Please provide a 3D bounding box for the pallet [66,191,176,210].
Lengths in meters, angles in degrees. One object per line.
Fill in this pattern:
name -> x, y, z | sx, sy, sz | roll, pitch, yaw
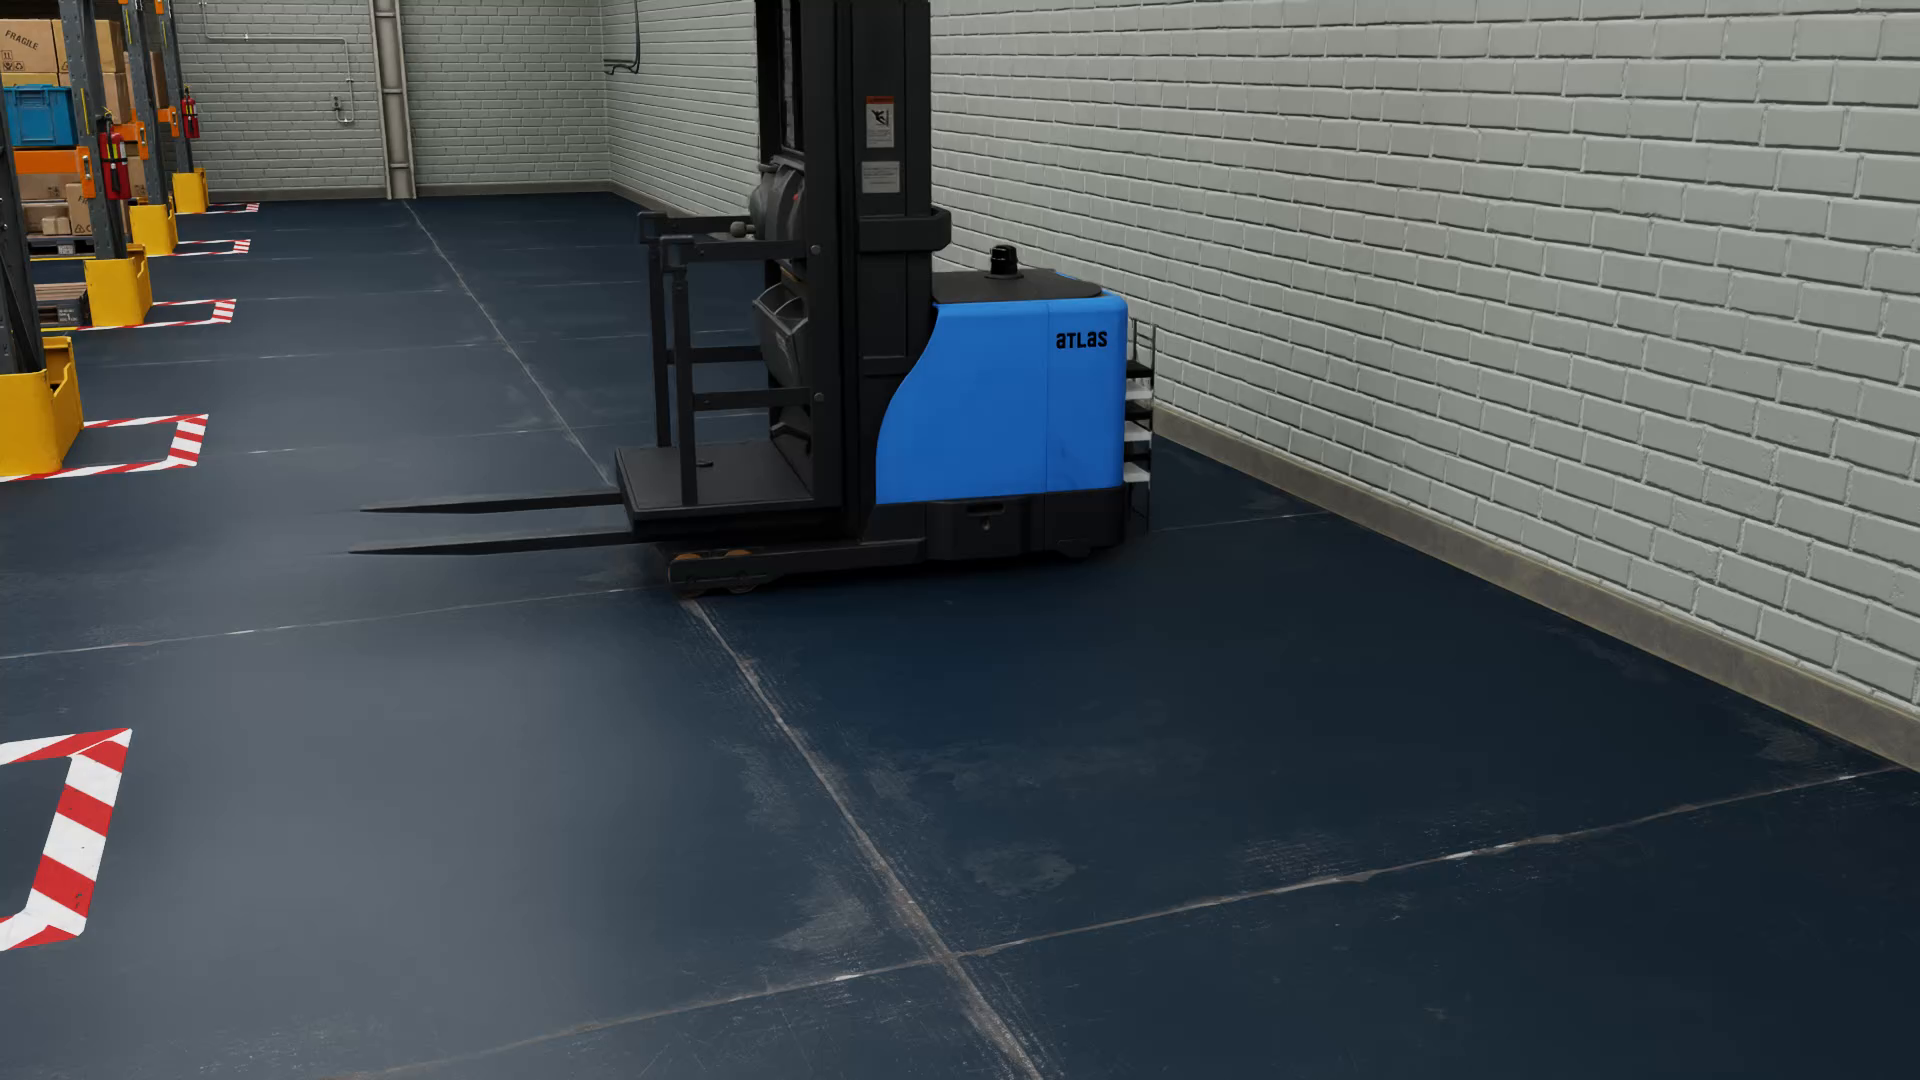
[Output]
pallet -> -10.891, -4.378, 21.632 | 1.213, 0.211, 1.003 | -6, 17, -20

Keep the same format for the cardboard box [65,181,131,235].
cardboard box -> -8.816, -3.406, 17.029 | 0.500, 0.500, 0.500 | -6, 17, -20

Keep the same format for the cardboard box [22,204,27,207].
cardboard box -> -9.939, -3.325, 17.196 | 0.500, 0.250, 0.500 | -6, 17, -20

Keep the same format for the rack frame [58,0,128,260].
rack frame -> -6.627, -3.210, 12.707 | 0.127, 3.000, 1.000 | -6, 17, -20

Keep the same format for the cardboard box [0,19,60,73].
cardboard box -> -9.185, -4.873, 16.418 | 0.500, 0.500, 0.500 | -6, 17, -19

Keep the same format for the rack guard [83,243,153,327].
rack guard -> -6.609, -2.017, 13.079 | 0.348, 0.500, 1.175 | -6, 17, -20

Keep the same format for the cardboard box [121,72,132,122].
cardboard box -> -8.905, -4.587, 17.216 | 0.500, 0.500, 0.500 | -6, 17, -19

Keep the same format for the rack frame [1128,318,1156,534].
rack frame -> 0.783, -0.490, 7.171 | 0.006, 0.900, 0.240 | -4, 17, -15

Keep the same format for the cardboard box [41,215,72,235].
cardboard box -> -9.226, -3.229, 17.018 | 0.250, 0.166, 0.380 | -6, 17, -20

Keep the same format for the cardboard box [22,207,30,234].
cardboard box -> -9.713, -3.198, 16.765 | 0.500, 0.250, 0.500 | -6, 17, -20

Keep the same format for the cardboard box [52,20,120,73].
cardboard box -> -8.713, -4.925, 16.592 | 0.500, 0.500, 0.500 | -6, 18, -21

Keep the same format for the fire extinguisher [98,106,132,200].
fire extinguisher -> -6.324, -2.890, 12.415 | 0.183, 0.674, 0.296 | -6, 17, -20

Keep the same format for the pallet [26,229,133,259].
pallet -> -9.211, -3.088, 17.239 | 1.213, 0.211, 1.003 | -6, 17, -20

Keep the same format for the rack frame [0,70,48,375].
rack frame -> -4.855, -1.907, 8.270 | 0.127, 3.000, 1.000 | -6, 17, -20

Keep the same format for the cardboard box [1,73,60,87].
cardboard box -> -9.200, -4.392, 16.554 | 0.500, 0.500, 0.500 | -6, 17, -20

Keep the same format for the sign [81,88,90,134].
sign -> -6.415, -3.146, 12.197 | 0.005, 0.325, 0.100 | -6, 17, -20

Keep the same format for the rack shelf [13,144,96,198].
rack shelf -> -8.495, -2.664, 12.122 | 4.000, 0.370, 1.077 | -6, 17, -20

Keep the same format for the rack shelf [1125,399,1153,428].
rack shelf -> 0.685, -0.537, 7.130 | 0.200, 0.077, 0.258 | -4, 17, -15

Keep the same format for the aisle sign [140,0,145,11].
aisle sign -> -8.437, -5.846, 17.067 | 0.004, 0.787, 0.394 | -6, 17, -20

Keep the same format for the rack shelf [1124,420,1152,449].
rack shelf -> 0.685, -0.451, 7.155 | 0.200, 0.077, 0.258 | -4, 17, -15

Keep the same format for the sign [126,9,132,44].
sign -> -8.216, -5.073, 16.435 | 0.005, 0.325, 0.100 | -6, 17, -20

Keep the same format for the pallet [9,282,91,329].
pallet -> -7.411, -1.800, 12.852 | 1.213, 0.211, 1.003 | -6, 17, -20

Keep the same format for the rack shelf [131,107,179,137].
rack shelf -> -12.040, -5.270, 20.998 | 4.000, 0.370, 1.077 | -6, 17, -20

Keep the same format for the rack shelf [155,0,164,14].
rack shelf -> -12.040, -6.709, 20.576 | 4.000, 0.370, 1.077 | -6, 17, -20

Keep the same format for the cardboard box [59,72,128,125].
cardboard box -> -8.717, -4.445, 16.735 | 0.500, 0.500, 0.500 | -6, 17, -18

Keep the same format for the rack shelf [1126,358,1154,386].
rack shelf -> 0.685, -0.710, 7.079 | 0.200, 0.077, 0.258 | -4, 17, -15

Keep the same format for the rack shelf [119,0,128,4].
rack shelf -> -10.264, -5.407, 16.139 | 4.000, 0.370, 1.077 | -6, 17, -20

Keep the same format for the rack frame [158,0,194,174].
rack frame -> -10.172, -5.817, 21.584 | 0.127, 3.000, 1.000 | -6, 17, -20

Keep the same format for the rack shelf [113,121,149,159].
rack shelf -> -10.264, -3.967, 16.561 | 4.000, 0.370, 1.077 | -6, 17, -20

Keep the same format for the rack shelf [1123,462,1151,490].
rack shelf -> 0.685, -0.278, 7.206 | 0.200, 0.077, 0.258 | -4, 17, -15

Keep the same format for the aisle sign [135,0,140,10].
aisle sign -> -8.223, -5.688, 16.529 | 0.004, 0.787, 0.394 | -6, 17, -20

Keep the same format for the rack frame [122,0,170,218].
rack frame -> -8.396, -4.514, 17.147 | 0.127, 3.000, 1.000 | -6, 17, -20

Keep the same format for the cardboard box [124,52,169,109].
cardboard box -> -10.645, -5.907, 21.357 | 0.700, 0.700, 0.980 | -5, 17, -18

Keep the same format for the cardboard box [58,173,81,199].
cardboard box -> -11.257, -4.672, 21.375 | 0.500, 0.500, 0.700 | -6, 17, -20

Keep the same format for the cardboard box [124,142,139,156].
cardboard box -> -10.745, -5.099, 21.677 | 0.250, 0.149, 0.380 | -6, 17, -20

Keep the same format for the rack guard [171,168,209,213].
rack guard -> -10.150, -4.620, 21.944 | 0.348, 0.500, 1.175 | -6, 17, -20

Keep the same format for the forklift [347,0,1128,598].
forklift -> -0.895, -1.351, 6.499 | 3.031, 2.935, 1.130 | -4, 17, -15

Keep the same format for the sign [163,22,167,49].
sign -> -9.991, -6.342, 20.896 | 0.005, 0.325, 0.100 | -6, 17, -20

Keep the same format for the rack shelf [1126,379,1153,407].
rack shelf -> 0.685, -0.624, 7.104 | 0.200, 0.077, 0.258 | -4, 17, -15

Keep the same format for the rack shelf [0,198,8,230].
rack shelf -> -6.722, -1.361, 7.684 | 4.000, 0.370, 1.077 | -6, 17, -20

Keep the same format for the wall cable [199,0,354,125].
wall cable -> -9.315, -6.683, 22.728 | 1.851, 1.984, 0.084 | -6, 17, -20

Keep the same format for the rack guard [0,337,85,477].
rack guard -> -4.832, -0.710, 8.630 | 0.348, 0.500, 1.175 | -6, 17, -20

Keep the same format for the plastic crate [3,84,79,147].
plastic crate -> -6.873, -3.173, 12.412 | 0.499, 0.435, 0.616 | -6, 17, -20

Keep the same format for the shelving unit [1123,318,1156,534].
shelving unit -> 0.685, -0.483, 7.146 | 0.210, 0.900, 0.258 | -4, 17, -15

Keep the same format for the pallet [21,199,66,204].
pallet -> -12.028, -4.256, 21.217 | 1.213, 0.211, 1.003 | -6, 17, -20

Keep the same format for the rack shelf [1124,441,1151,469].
rack shelf -> 0.685, -0.365, 7.180 | 0.200, 0.077, 0.258 | -4, 17, -15

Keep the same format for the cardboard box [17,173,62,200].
cardboard box -> -11.727, -4.621, 21.202 | 0.500, 0.500, 0.700 | -7, 18, -22

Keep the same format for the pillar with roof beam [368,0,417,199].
pillar with roof beam -> -6.420, -8.063, 18.583 | 0.400, 9.000, 9.100 | -6, 17, -20

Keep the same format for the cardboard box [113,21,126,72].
cardboard box -> -8.905, -5.066, 17.076 | 0.500, 0.500, 0.500 | -6, 17, -18

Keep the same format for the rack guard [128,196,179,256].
rack guard -> -8.467, -3.307, 17.473 | 0.348, 0.500, 1.175 | -6, 17, -20

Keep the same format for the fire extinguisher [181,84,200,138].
fire extinguisher -> -9.866, -5.495, 21.285 | 0.183, 0.674, 0.296 | -6, 17, -20

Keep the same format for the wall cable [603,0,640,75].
wall cable -> -4.763, -7.682, 22.797 | 0.112, 2.526, 3.097 | -6, 17, -20

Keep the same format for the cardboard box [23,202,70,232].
cardboard box -> -9.472, -3.375, 17.368 | 0.500, 0.250, 0.500 | -6, 17, -20

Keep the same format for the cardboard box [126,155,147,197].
cardboard box -> -10.790, -4.722, 21.547 | 0.500, 0.500, 0.700 | -6, 17, -20

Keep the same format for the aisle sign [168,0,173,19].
aisle sign -> -9.997, -6.993, 20.973 | 0.004, 0.787, 0.394 | -6, 17, -20
